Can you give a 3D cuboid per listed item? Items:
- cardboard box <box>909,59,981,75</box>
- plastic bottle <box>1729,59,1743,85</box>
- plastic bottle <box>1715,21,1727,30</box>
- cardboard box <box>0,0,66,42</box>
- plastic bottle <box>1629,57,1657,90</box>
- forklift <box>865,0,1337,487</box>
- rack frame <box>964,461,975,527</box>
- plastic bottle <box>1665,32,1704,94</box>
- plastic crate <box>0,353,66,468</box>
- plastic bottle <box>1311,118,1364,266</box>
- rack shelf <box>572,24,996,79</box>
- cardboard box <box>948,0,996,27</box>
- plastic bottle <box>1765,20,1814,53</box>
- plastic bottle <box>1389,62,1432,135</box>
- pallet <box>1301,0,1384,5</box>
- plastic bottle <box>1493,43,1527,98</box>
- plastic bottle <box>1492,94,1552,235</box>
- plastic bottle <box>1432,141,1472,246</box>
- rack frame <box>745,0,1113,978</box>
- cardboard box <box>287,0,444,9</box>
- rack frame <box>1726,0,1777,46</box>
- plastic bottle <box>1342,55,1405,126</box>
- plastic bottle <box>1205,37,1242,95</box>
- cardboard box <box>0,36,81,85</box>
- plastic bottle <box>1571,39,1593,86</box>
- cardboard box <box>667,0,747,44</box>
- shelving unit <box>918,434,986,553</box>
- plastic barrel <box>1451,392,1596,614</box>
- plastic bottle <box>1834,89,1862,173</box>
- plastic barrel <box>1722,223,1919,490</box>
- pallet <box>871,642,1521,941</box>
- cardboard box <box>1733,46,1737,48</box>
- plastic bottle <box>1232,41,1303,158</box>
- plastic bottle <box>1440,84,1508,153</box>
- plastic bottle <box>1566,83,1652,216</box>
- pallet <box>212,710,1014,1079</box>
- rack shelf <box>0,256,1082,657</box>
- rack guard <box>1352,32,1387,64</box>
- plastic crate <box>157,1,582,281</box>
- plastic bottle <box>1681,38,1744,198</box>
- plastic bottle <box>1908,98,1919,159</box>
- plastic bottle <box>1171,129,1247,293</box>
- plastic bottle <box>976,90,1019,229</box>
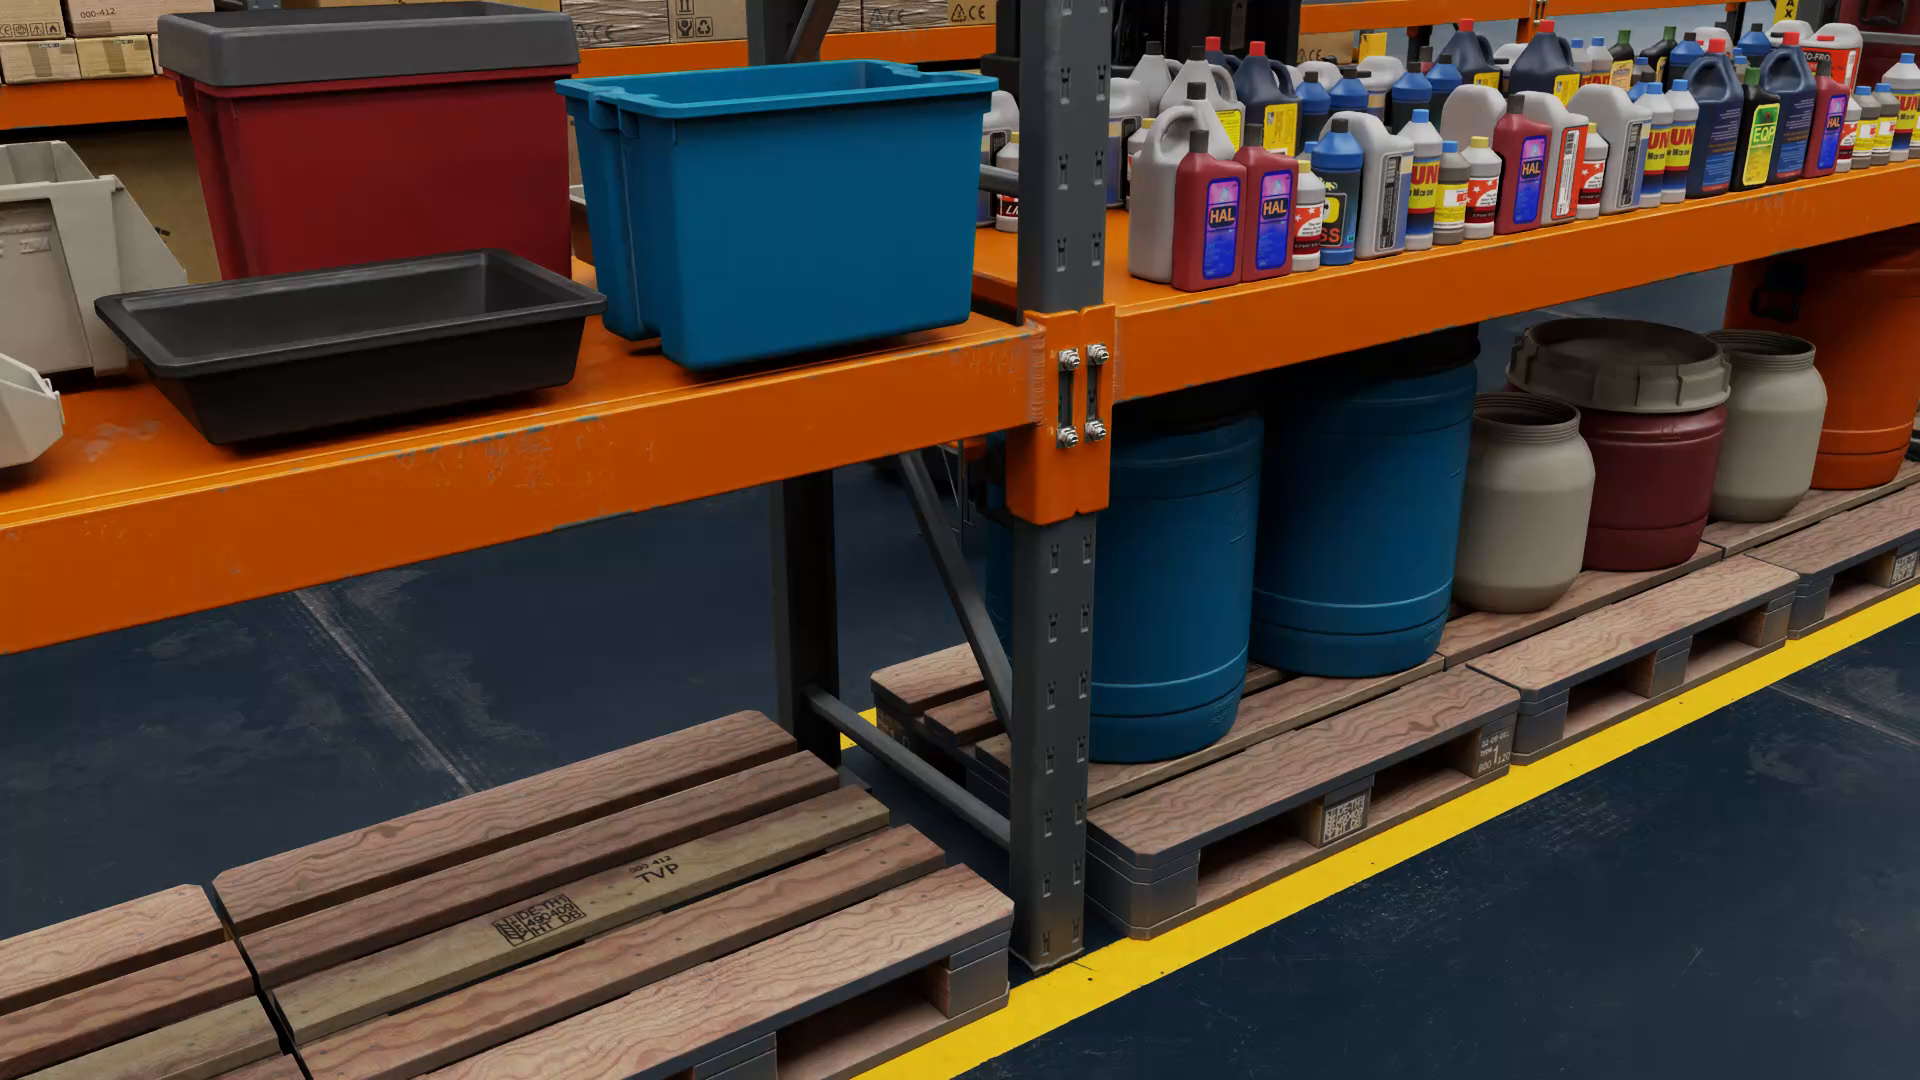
[{"bbox_3d":[-0.313,-2.122,8.968,0.875,0.875,1.225,-16,27,-35],"label":"cardboard box"},{"bbox_3d":[1.911,-1.053,4.146,0.133,0.283,0.061,-15,26,-33],"label":"plastic bottle"},{"bbox_3d":[2.319,-1.459,5.163,0.133,0.283,0.061,-15,26,-33],"label":"plastic bottle"},{"bbox_3d":[-3.611,-1.973,6.094,0.500,0.250,0.500,-14,26,-31],"label":"cardboard box"},{"bbox_3d":[2.018,-1.333,4.957,0.097,0.201,0.097,0,22,0],"label":"plastic bottle"},{"bbox_3d":[0.848,-1.950,6.330,1.130,2.935,3.031,13,25,29],"label":"forklift"},{"bbox_3d":[0.086,-0.580,5.231,0.006,1.200,0.240,-15,26,-33],"label":"rack frame"},{"bbox_3d":[2.162,-1.376,4.970,0.097,0.271,0.097,0,22,0],"label":"plastic bottle"},{"bbox_3d":[-1.333,-0.139,1.973,0.466,0.136,0.293,-15,26,-33],"label":"plastic crate"},{"bbox_3d":[0.722,-0.673,3.210,0.097,0.271,0.097,0,22,0],"label":"plastic bottle"},{"bbox_3d":[-1.364,-2.290,8.059,4.000,0.370,1.077,-15,26,-33],"label":"rack shelf"},{"bbox_3d":[0.004,-2.922,8.538,0.500,0.500,0.500,-14,26,-31],"label":"cardboard box"},{"bbox_3d":[2.612,-1.513,5.309,0.135,0.276,0.152,-15,26,-33],"label":"plastic bottle"},{"bbox_3d":[1.128,-1.058,4.175,0.097,0.271,0.097,0,22,0],"label":"plastic bottle"},{"bbox_3d":[1.843,-3.409,10.151,1.213,0.211,1.003,-15,26,-33],"label":"pallet"},{"bbox_3d":[1.486,-1.213,4.556,0.135,0.276,0.152,-15,26,-33],"label":"plastic bottle"},{"bbox_3d":[1.173,-0.791,3.488,0.133,0.283,0.061,-15,26,-33],"label":"plastic bottle"},{"bbox_3d":[0.990,-0.712,3.401,0.097,0.201,0.097,0,22,0],"label":"plastic bottle"},{"bbox_3d":[-0.095,-0.701,3.107,0.127,3.000,1.000,-15,26,-33],"label":"rack frame"},{"bbox_3d":[-2.468,-2.262,6.884,0.500,0.500,0.500,-15,26,-33],"label":"cardboard box"},{"bbox_3d":[6.754,-4.789,13.350,0.127,3.000,1.000,-15,26,-33],"label":"rack frame"},{"bbox_3d":[1.040,-1.094,4.258,0.135,0.276,0.152,-15,26,-33],"label":"plastic bottle"},{"bbox_3d":[0.610,-1.016,3.962,0.185,0.351,0.144,-15,26,-33],"label":"plastic bottle"},{"bbox_3d":[-3.461,-1.799,6.196,0.250,0.149,0.380,-15,26,-34],"label":"cardboard box"},{"bbox_3d":[1.752,-1.294,4.766,0.097,0.271,0.097,0,22,0],"label":"plastic bottle"},{"bbox_3d":[-1.238,-2.593,7.712,0.500,0.500,0.500,-14,26,-32],"label":"cardboard box"},{"bbox_3d":[0.012,-0.560,5.182,0.189,1.200,0.258,-15,26,-33],"label":"shelving unit"},{"bbox_3d":[1.442,-0.102,4.395,0.421,0.512,0.421,0,22,0],"label":"plastic barrel"},{"bbox_3d":[2.228,-1.042,4.229,0.097,0.201,0.097,0,22,0],"label":"plastic bottle"},{"bbox_3d":[2.765,-0.643,5.323,0.708,0.830,0.600,-15,26,-33],"label":"plastic barrel"},{"bbox_3d":[0.556,0.439,4.011,1.213,0.211,1.003,-15,26,-33],"label":"pallet"},{"bbox_3d":[6.237,-3.693,13.410,0.500,0.500,0.500,-10,24,-23],"label":"cardboard box"},{"bbox_3d":[0.695,-0.973,3.853,0.185,0.351,0.144,-15,26,-33],"label":"plastic bottle"},{"bbox_3d":[1.166,-0.876,3.711,0.135,0.276,0.152,-15,26,-33],"label":"plastic bottle"},{"bbox_3d":[1.443,-0.880,3.722,0.135,0.276,0.152,-15,26,-33],"label":"plastic bottle"},{"bbox_3d":[-0.669,0.765,3.196,1.213,0.211,1.003,-15,26,-33],"label":"pallet"},{"bbox_3d":[-1.718,0.066,2.155,4.000,0.370,1.077,-15,26,-33],"label":"rack shelf"},{"bbox_3d":[3.958,-5.147,17.621,0.348,0.500,1.175,-15,26,-33],"label":"rack guard"},{"bbox_3d":[-0.966,-0.641,2.789,0.583,0.464,0.402,-15,26,-33],"label":"plastic crate"},{"bbox_3d":[1.733,-0.990,3.897,0.185,0.351,0.144,-15,26,-33],"label":"plastic bottle"},{"bbox_3d":[2.544,-1.126,4.440,0.097,0.201,0.097,0,22,0],"label":"plastic bottle"},{"bbox_3d":[0.452,-0.598,3.006,0.133,0.283,0.061,-15,26,-33],"label":"plastic bottle"},{"bbox_3d":[0.036,-0.826,3.587,0.135,0.276,0.152,-15,26,-33],"label":"plastic bottle"}]
